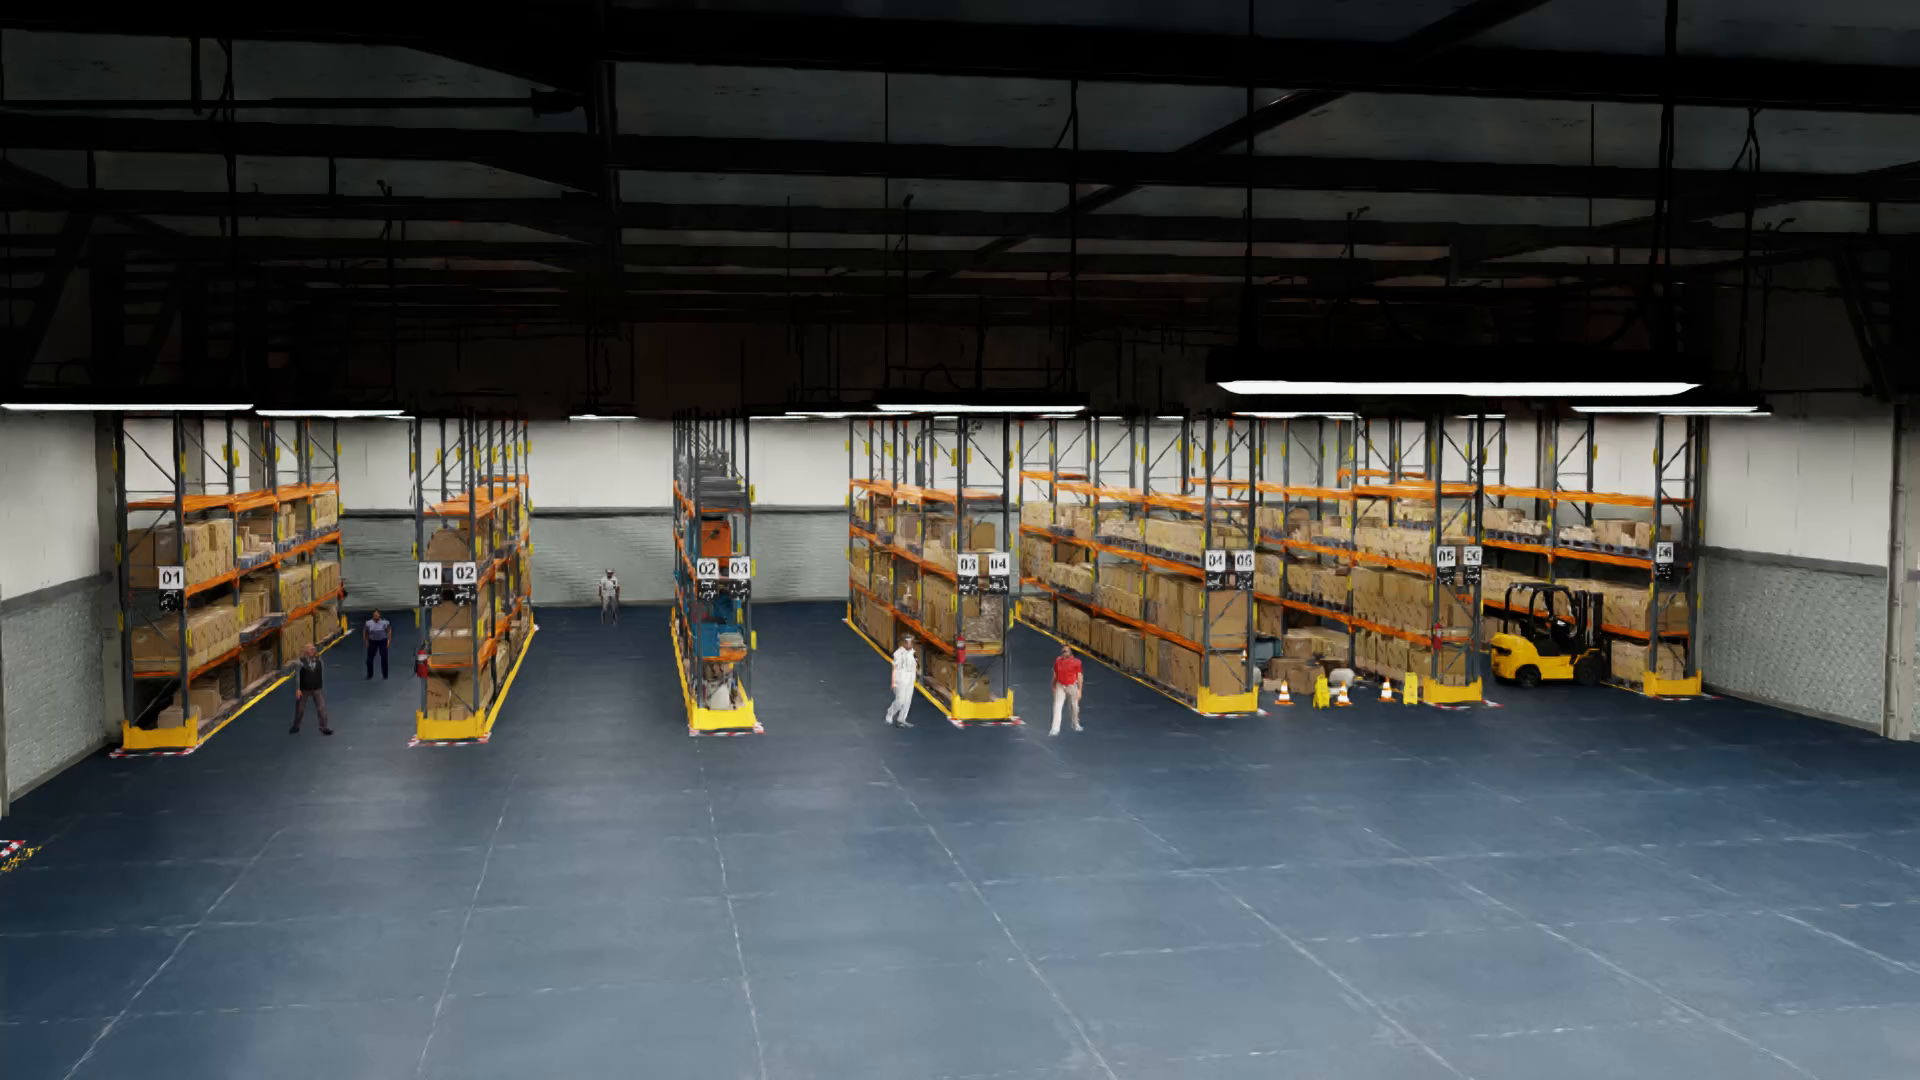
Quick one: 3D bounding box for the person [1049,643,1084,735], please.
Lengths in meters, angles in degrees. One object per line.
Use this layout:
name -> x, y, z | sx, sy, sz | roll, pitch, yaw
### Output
person -> 1.954, 2.718, 30.443 | 0.586, 1.677, 0.964 | 1, 4, 13

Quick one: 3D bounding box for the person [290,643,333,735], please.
person -> -11.881, 2.722, 30.348 | 0.581, 1.693, 0.931 | -3, 5, -38

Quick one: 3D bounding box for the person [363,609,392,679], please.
person -> -12.935, 2.308, 36.937 | 0.625, 1.596, 0.517 | -1, 4, -14

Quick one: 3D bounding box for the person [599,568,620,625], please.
person -> -9.871, 1.591, 46.829 | 0.592, 1.625, 0.523 | -1, 4, -13

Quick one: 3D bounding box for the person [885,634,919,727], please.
person -> -1.109, 2.631, 31.234 | 0.561, 1.753, 0.598 | 4, 5, 42
